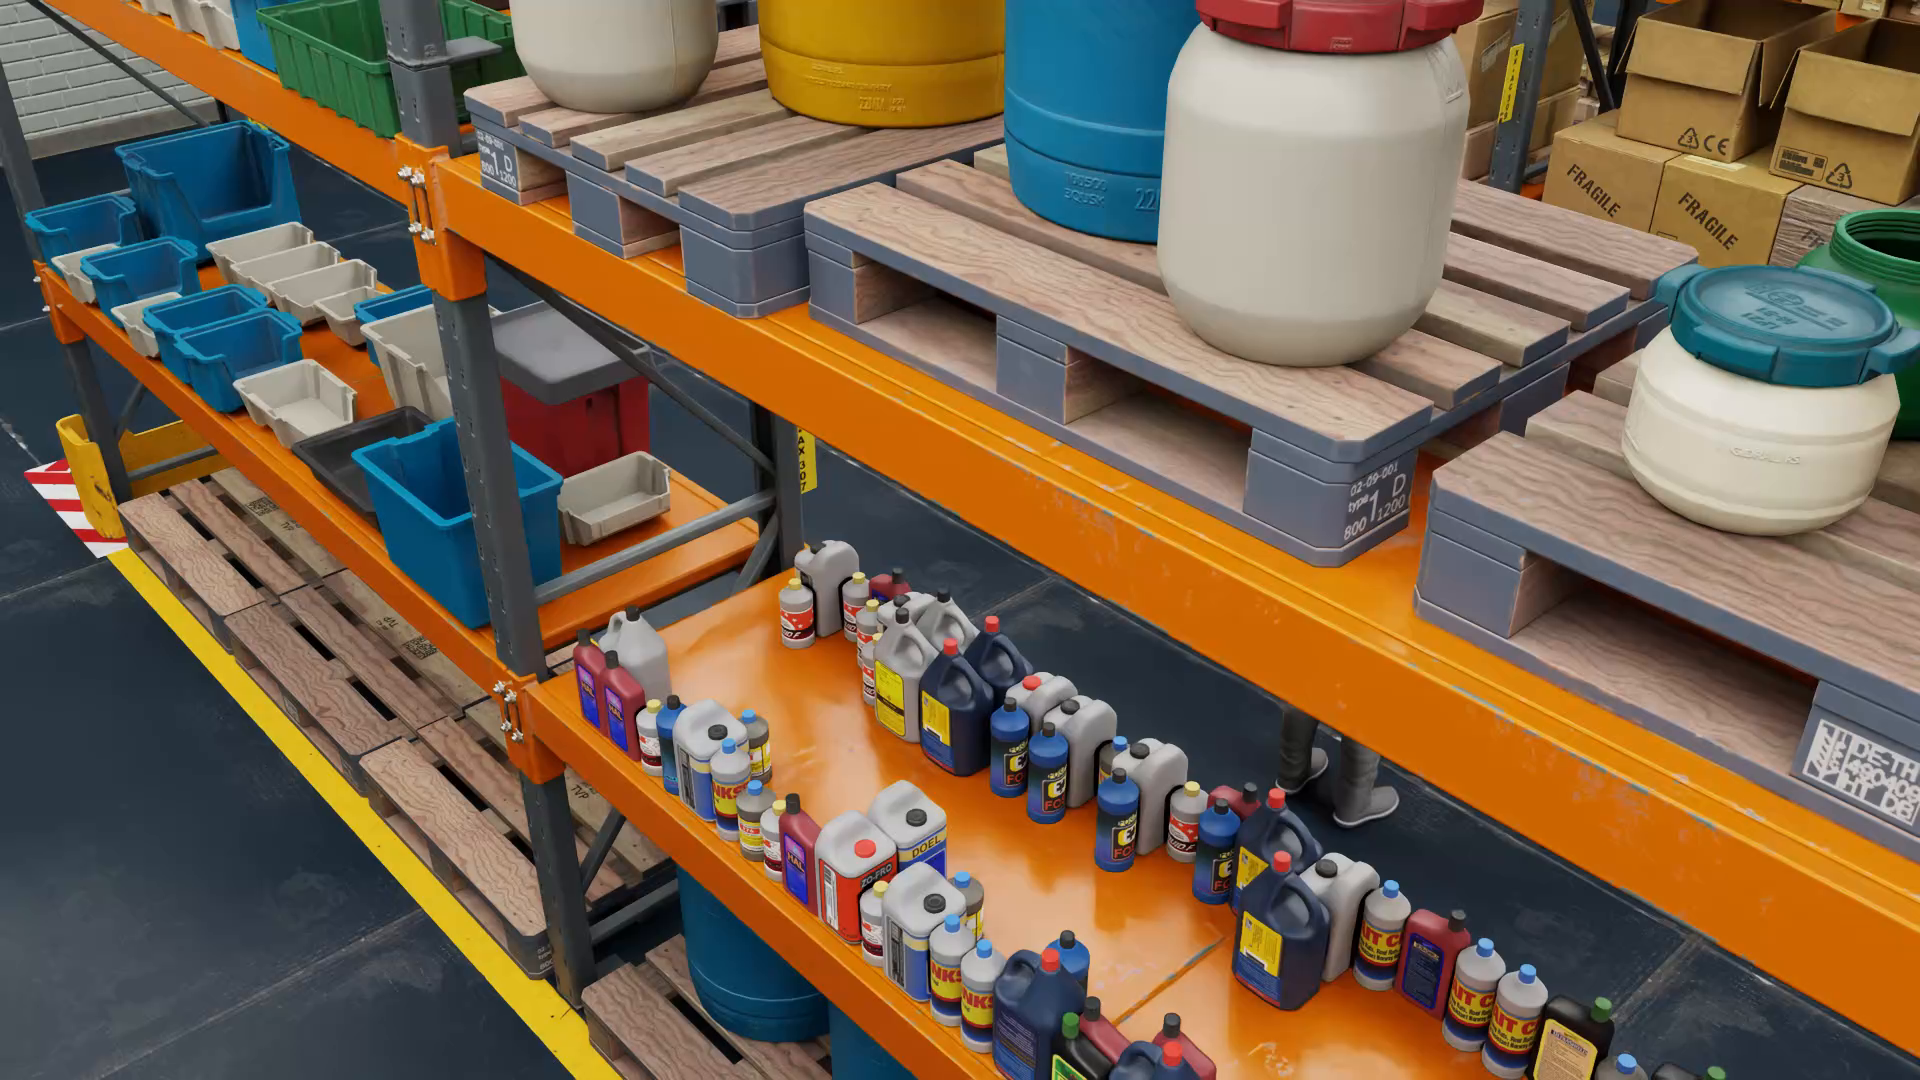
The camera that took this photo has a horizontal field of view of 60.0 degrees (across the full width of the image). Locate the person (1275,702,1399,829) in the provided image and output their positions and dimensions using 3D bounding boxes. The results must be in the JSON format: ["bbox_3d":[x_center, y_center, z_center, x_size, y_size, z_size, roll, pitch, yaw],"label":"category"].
[{"bbox_3d":[1.345,0.237,5.739,0.377,1.676,0.488,-27,41,-36],"label":"person"}]
